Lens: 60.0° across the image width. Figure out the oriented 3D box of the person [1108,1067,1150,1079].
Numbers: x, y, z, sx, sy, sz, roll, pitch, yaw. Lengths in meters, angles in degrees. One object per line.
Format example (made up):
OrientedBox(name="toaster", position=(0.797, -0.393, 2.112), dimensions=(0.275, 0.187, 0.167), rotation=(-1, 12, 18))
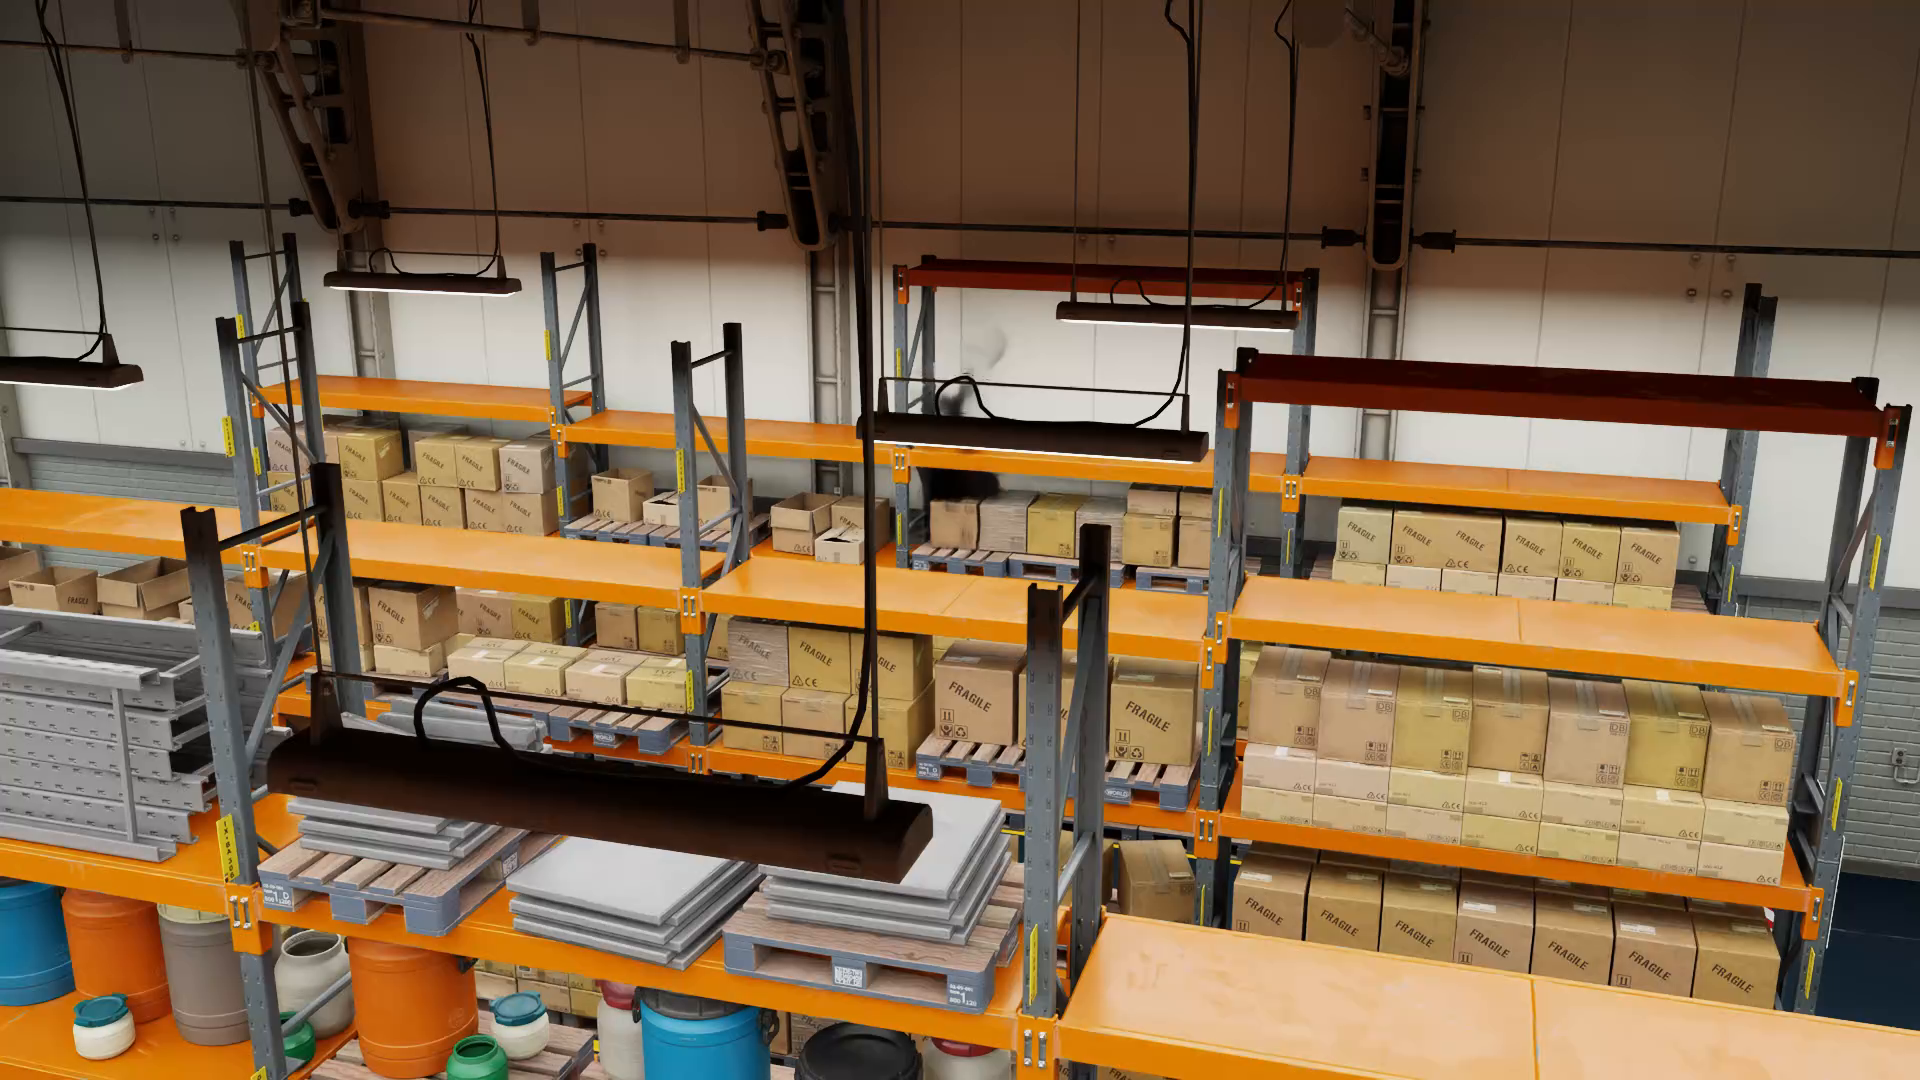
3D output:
OrientedBox(name="person", position=(1.109, 4.218, 10.912), dimensions=(0.793, 1.848, 0.633), rotation=(3, 16, 11))
